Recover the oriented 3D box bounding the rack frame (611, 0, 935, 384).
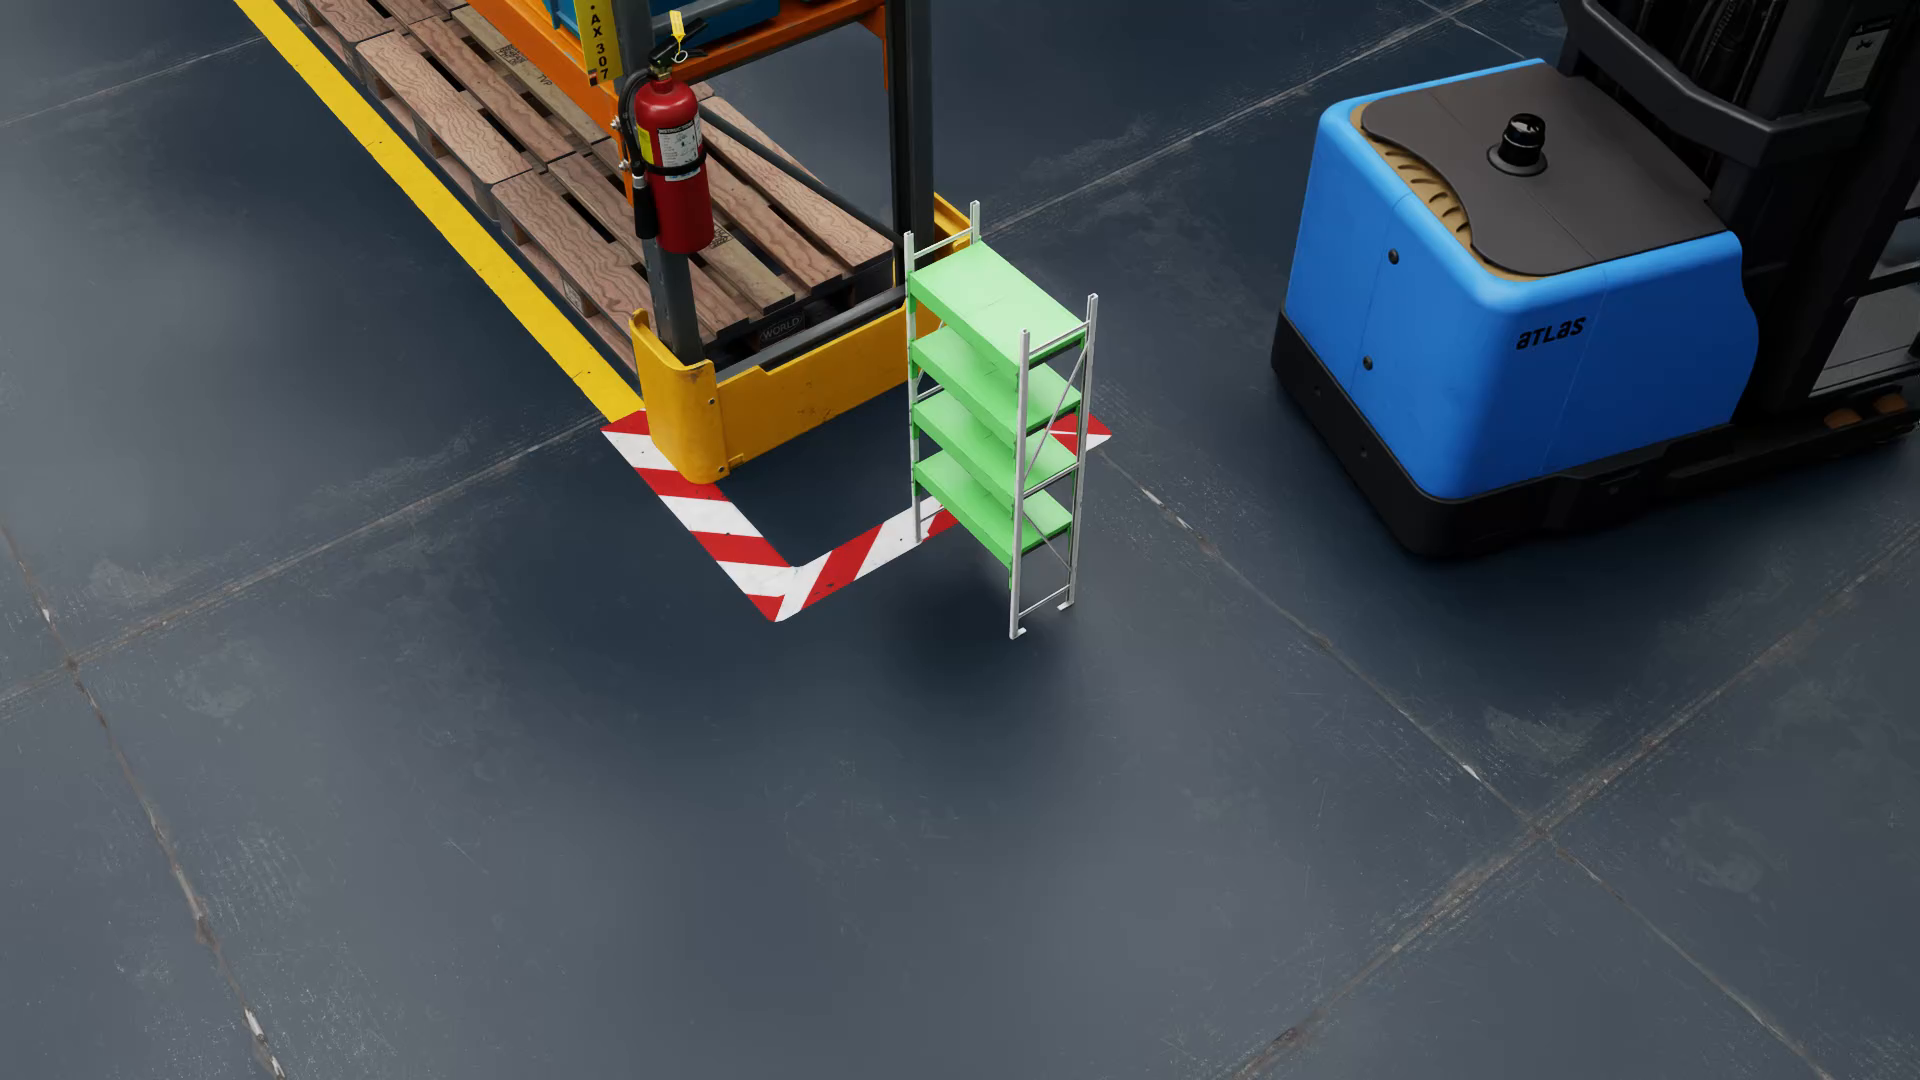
[{"bbox_3d":[-0.517,-1.539,4.621,1.000,3.000,0.127,-29,54,-24],"label":"rack frame"}]

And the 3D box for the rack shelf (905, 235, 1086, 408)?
[{"bbox_3d":[0.100,-0.585,4.409,0.258,0.148,0.480,-29,54,-24],"label":"rack shelf"}]

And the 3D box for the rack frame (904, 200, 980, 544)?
[{"bbox_3d":[-0.047,-0.449,4.847,0.240,1.200,0.015,-29,54,-24],"label":"rack frame"}]

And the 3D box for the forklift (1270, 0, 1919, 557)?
[{"bbox_3d":[2.637,-1.612,4.733,3.031,2.935,1.130,-15,50,-13],"label":"forklift"}]

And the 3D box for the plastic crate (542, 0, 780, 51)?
[{"bbox_3d":[-0.869,-1.685,4.689,0.616,0.435,0.499,-29,54,-24],"label":"plastic crate"}]

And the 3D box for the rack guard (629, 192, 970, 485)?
[{"bbox_3d":[-0.492,-0.691,5.539,1.175,0.500,0.348,-29,54,-24],"label":"rack guard"}]

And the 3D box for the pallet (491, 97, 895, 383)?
[{"bbox_3d":[-0.986,-1.106,6.111,1.003,0.211,1.213,-29,54,-24],"label":"pallet"}]

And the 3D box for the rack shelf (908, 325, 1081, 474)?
[{"bbox_3d":[0.100,-0.424,4.586,0.258,0.148,0.480,-29,54,-24],"label":"rack shelf"}]

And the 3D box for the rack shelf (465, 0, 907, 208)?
[{"bbox_3d":[-1.728,-2.477,5.957,1.077,0.370,4.000,-29,54,-24],"label":"rack shelf"}]

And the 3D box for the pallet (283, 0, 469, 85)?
[{"bbox_3d":[-2.463,-2.545,7.415,1.003,0.211,1.213,-29,54,-24],"label":"pallet"}]

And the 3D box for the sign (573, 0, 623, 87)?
[{"bbox_3d":[-0.945,-1.338,4.328,0.100,0.325,0.005,-29,54,-24],"label":"sign"}]

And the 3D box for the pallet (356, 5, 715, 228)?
[{"bbox_3d":[-1.720,-1.825,6.762,1.003,0.211,1.213,-29,54,-24],"label":"pallet"}]

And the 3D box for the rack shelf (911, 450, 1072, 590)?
[{"bbox_3d":[0.100,-0.101,4.942,0.258,0.148,0.480,-29,54,-24],"label":"rack shelf"}]

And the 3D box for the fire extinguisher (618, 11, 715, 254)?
[{"bbox_3d":[-0.788,-1.095,4.522,0.296,0.674,0.183,-29,54,-24],"label":"fire extinguisher"}]

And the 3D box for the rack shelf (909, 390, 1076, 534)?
[{"bbox_3d":[0.100,-0.262,4.764,0.258,0.148,0.480,-29,54,-24],"label":"rack shelf"}]

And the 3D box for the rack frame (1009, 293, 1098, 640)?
[{"bbox_3d":[0.248,-0.161,4.586,0.240,1.200,0.015,-29,54,-24],"label":"rack frame"}]

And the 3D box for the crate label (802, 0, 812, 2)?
[{"bbox_3d":[-0.405,-1.797,4.927,0.416,0.233,0.303,-29,54,-24],"label":"crate label"}]

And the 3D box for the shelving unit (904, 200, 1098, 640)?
[{"bbox_3d":[0.100,-0.305,4.717,0.258,1.200,0.503,-29,54,-24],"label":"shelving unit"}]
